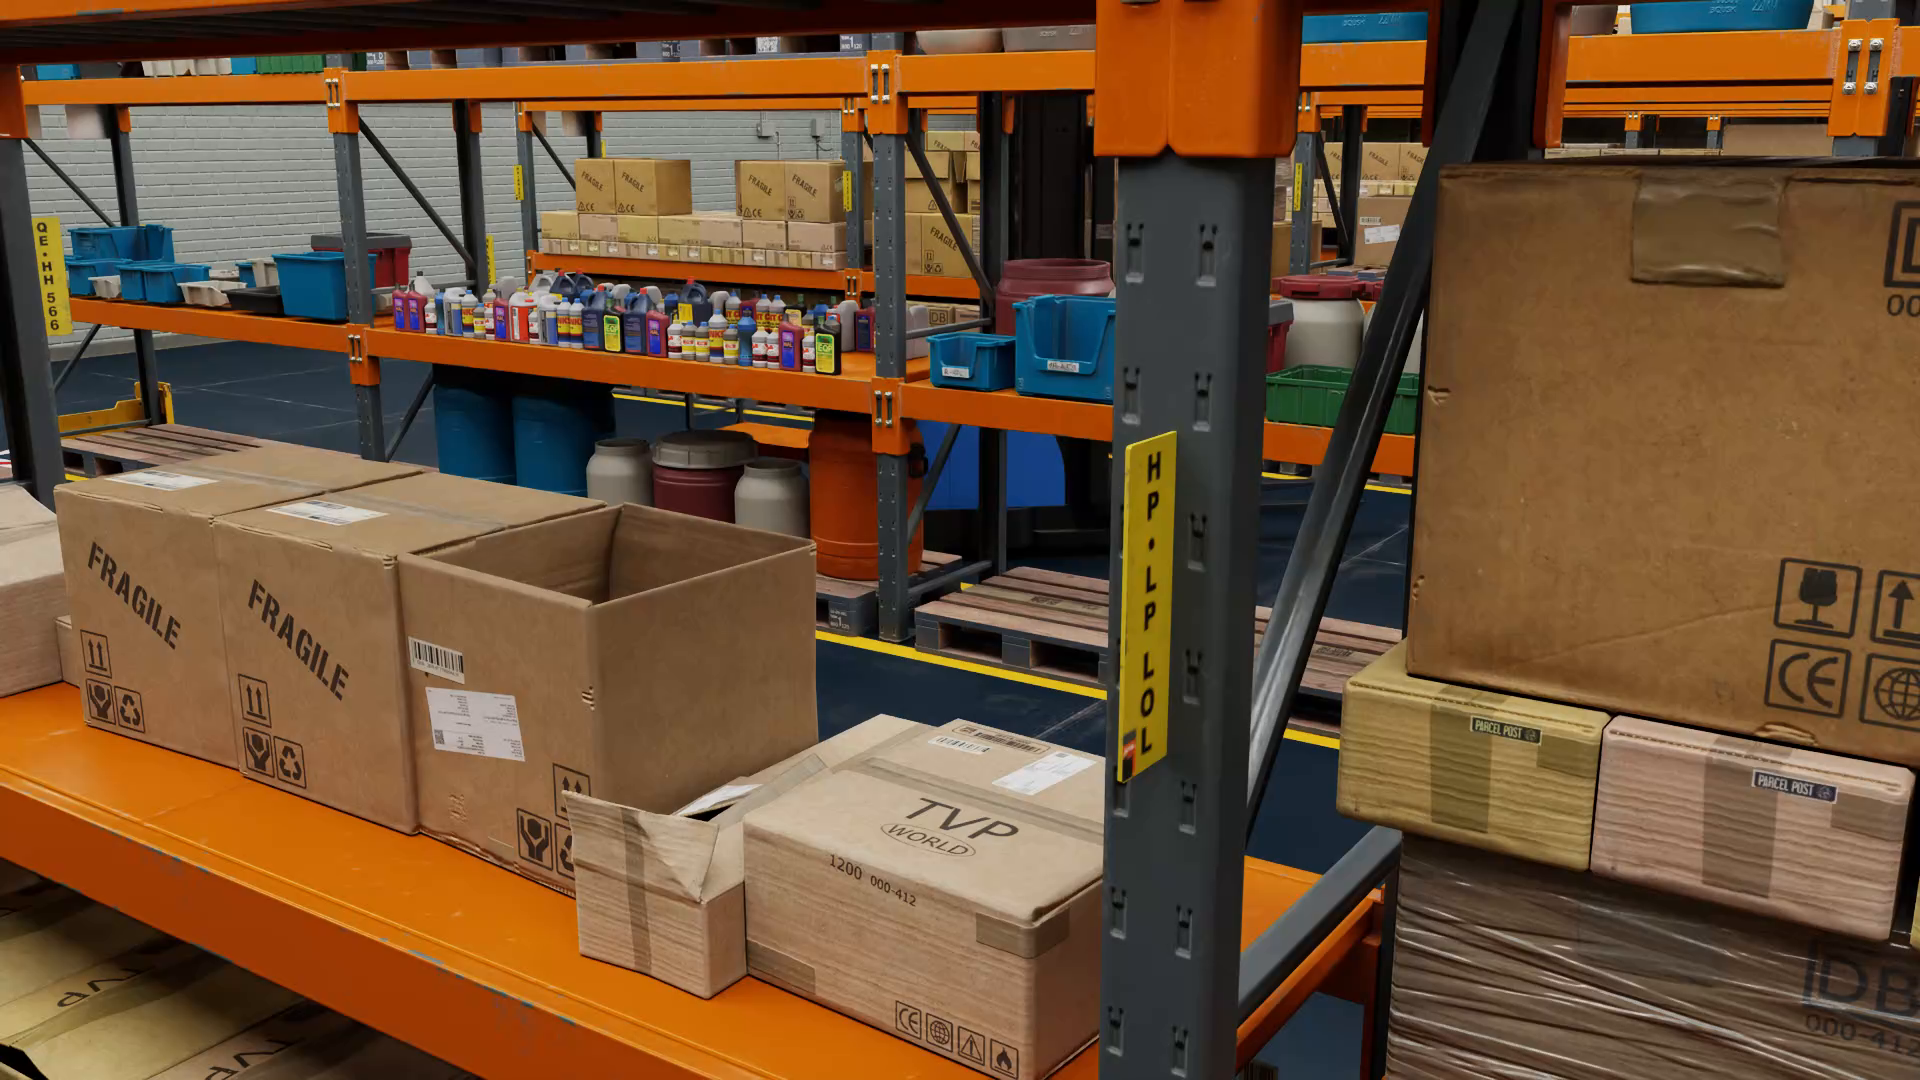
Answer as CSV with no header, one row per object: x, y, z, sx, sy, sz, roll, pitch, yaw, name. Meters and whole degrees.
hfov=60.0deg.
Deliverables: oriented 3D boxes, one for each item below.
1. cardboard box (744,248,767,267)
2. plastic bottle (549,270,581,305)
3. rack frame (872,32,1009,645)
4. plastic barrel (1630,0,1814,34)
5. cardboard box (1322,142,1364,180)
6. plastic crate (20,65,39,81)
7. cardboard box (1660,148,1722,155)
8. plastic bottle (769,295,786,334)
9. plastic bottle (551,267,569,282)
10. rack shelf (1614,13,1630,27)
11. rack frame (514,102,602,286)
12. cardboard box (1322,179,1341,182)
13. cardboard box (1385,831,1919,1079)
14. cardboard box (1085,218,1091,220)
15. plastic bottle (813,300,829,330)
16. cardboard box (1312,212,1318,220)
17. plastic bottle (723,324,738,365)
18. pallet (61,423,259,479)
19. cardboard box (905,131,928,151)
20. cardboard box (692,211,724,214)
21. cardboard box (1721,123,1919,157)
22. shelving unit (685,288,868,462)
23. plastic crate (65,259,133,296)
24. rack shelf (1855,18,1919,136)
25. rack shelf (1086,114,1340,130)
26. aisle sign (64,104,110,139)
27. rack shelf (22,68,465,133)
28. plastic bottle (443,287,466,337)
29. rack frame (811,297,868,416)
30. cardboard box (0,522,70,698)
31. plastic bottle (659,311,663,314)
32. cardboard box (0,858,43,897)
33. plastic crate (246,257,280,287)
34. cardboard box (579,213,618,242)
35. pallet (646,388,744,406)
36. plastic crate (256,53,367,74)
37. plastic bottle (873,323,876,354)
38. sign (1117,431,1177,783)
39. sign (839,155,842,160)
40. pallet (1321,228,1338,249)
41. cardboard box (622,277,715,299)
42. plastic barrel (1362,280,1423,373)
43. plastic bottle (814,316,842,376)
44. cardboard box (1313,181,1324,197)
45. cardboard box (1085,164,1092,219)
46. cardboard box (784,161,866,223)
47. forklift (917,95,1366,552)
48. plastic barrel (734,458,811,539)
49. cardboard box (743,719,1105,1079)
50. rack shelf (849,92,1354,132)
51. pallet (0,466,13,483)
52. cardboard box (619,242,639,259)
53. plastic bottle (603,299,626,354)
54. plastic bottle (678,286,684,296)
-1.708,-2.527,14.811,0.250,0.149,0.380,10,17,34,cardboard box
-2.378,-1.447,10.028,0.185,0.351,0.144,9,17,33,plastic bottle
-0.077,-1.046,8.306,0.127,3.000,1.000,9,17,33,rack frame
2.699,-2.234,5.819,0.708,0.901,0.600,9,17,33,plastic barrel
5.103,-4.963,21.842,0.500,0.500,0.500,9,17,33,cardboard box
-6.552,-3.404,11.862,0.590,0.269,0.497,9,17,33,plastic crate
6.753,-3.345,15.303,0.500,0.500,0.700,9,16,32,cardboard box
-1.023,-1.238,9.349,0.097,0.271,0.097,0,14,0,plastic bottle
-2.451,-1.500,10.244,0.185,0.351,0.144,9,17,33,plastic bottle
9.325,-7.637,24.774,4.000,0.370,1.077,9,17,33,rack shelf
-3.951,-3.106,16.629,0.127,3.000,1.000,9,17,33,rack frame
3.967,-3.690,17.399,0.250,0.149,0.380,9,16,32,cardboard box
0.846,0.487,1.904,0.500,0.500,0.700,9,16,31,cardboard box
0.874,-2.304,13.181,0.500,0.500,0.500,10,17,34,cardboard box
-0.755,-1.177,9.102,0.097,0.271,0.097,0,14,0,plastic bottle
3.584,-3.274,16.956,0.250,0.149,0.380,8,16,30,cardboard box
-1.171,-1.008,8.565,0.097,0.201,0.097,0,14,0,plastic bottle
-6.053,-0.647,12.497,1.213,0.211,1.003,9,17,33,pallet
-0.453,-4.580,19.676,0.500,0.500,0.500,10,17,34,cardboard box
-2.558,-3.029,16.012,0.500,0.250,0.500,9,16,31,cardboard box
5.425,-2.126,10.549,1.000,1.000,1.000,9,17,33,cardboard box
-1.129,-0.741,10.197,1.083,1.500,0.587,9,17,33,shelving unit
-6.148,-1.880,11.897,0.300,0.233,0.416,9,17,33,plastic crate
4.901,-1.348,4.781,4.000,0.370,1.077,9,17,33,rack shelf
3.239,-5.921,23.254,4.000,0.370,1.077,9,17,33,rack shelf
-6.612,-3.449,12.602,0.004,0.787,0.394,9,17,33,aisle sign
-5.056,-2.957,11.282,4.000,0.370,1.077,9,17,33,rack shelf
-2.921,-1.335,9.732,0.135,0.276,0.152,9,17,33,plastic bottle
-0.702,-0.671,9.914,0.032,1.500,0.500,9,17,33,rack frame
-2.211,0.143,3.688,0.500,0.311,0.500,9,16,32,cardboard box
-1.673,-1.165,9.031,0.133,0.283,0.061,9,17,33,plastic bottle
-2.574,0.929,4.010,0.500,0.311,0.500,10,17,35,cardboard box
-4.561,-1.795,11.455,0.530,0.282,0.437,9,17,33,plastic crate
-3.269,-2.991,15.858,0.500,0.250,0.500,9,16,32,cardboard box
-2.236,-1.497,15.932,1.213,0.211,1.003,9,17,33,pallet
-3.917,-2.932,10.124,0.662,0.188,0.450,9,17,33,plastic crate
-0.418,-1.106,8.962,0.097,0.201,0.097,0,14,0,plastic bottle
0.179,0.064,1.579,0.005,0.325,0.100,9,17,33,sign
-2.022,-6.651,29.228,0.001,0.242,0.339,9,17,33,sign
3.873,-3.173,17.298,1.213,0.211,1.003,9,17,33,pallet
-2.621,-2.087,16.059,0.875,0.875,0.875,9,17,33,cardboard box
1.961,-0.846,7.215,0.433,0.535,0.433,0,14,0,plastic barrel
-0.651,-0.958,8.195,0.133,0.283,0.061,9,17,33,plastic bottle
3.589,-3.563,16.884,0.250,0.149,0.380,10,17,34,cardboard box
0.990,-2.847,13.285,0.637,0.503,0.797,10,17,35,cardboard box
-1.163,-3.014,14.388,0.500,0.500,0.500,10,17,34,cardboard box
0.986,-1.466,10.144,3.031,2.935,1.130,-2,14,-9,forklift
-1.011,-0.162,9.039,0.421,0.512,0.421,0,14,0,plastic barrel
0.041,0.493,2.400,0.500,0.250,0.500,10,17,36,cardboard box
1.027,-3.408,13.105,4.000,0.370,1.077,9,17,33,rack shelf
-3.447,-0.042,4.652,1.003,0.211,1.213,9,17,33,pallet
-2.987,-2.733,15.646,0.250,0.149,0.380,9,16,32,cardboard box
-1.864,-1.154,8.987,0.133,0.283,0.061,9,17,33,plastic bottle
-1.646,-1.350,9.775,0.133,0.283,0.061,9,17,33,plastic bottle
